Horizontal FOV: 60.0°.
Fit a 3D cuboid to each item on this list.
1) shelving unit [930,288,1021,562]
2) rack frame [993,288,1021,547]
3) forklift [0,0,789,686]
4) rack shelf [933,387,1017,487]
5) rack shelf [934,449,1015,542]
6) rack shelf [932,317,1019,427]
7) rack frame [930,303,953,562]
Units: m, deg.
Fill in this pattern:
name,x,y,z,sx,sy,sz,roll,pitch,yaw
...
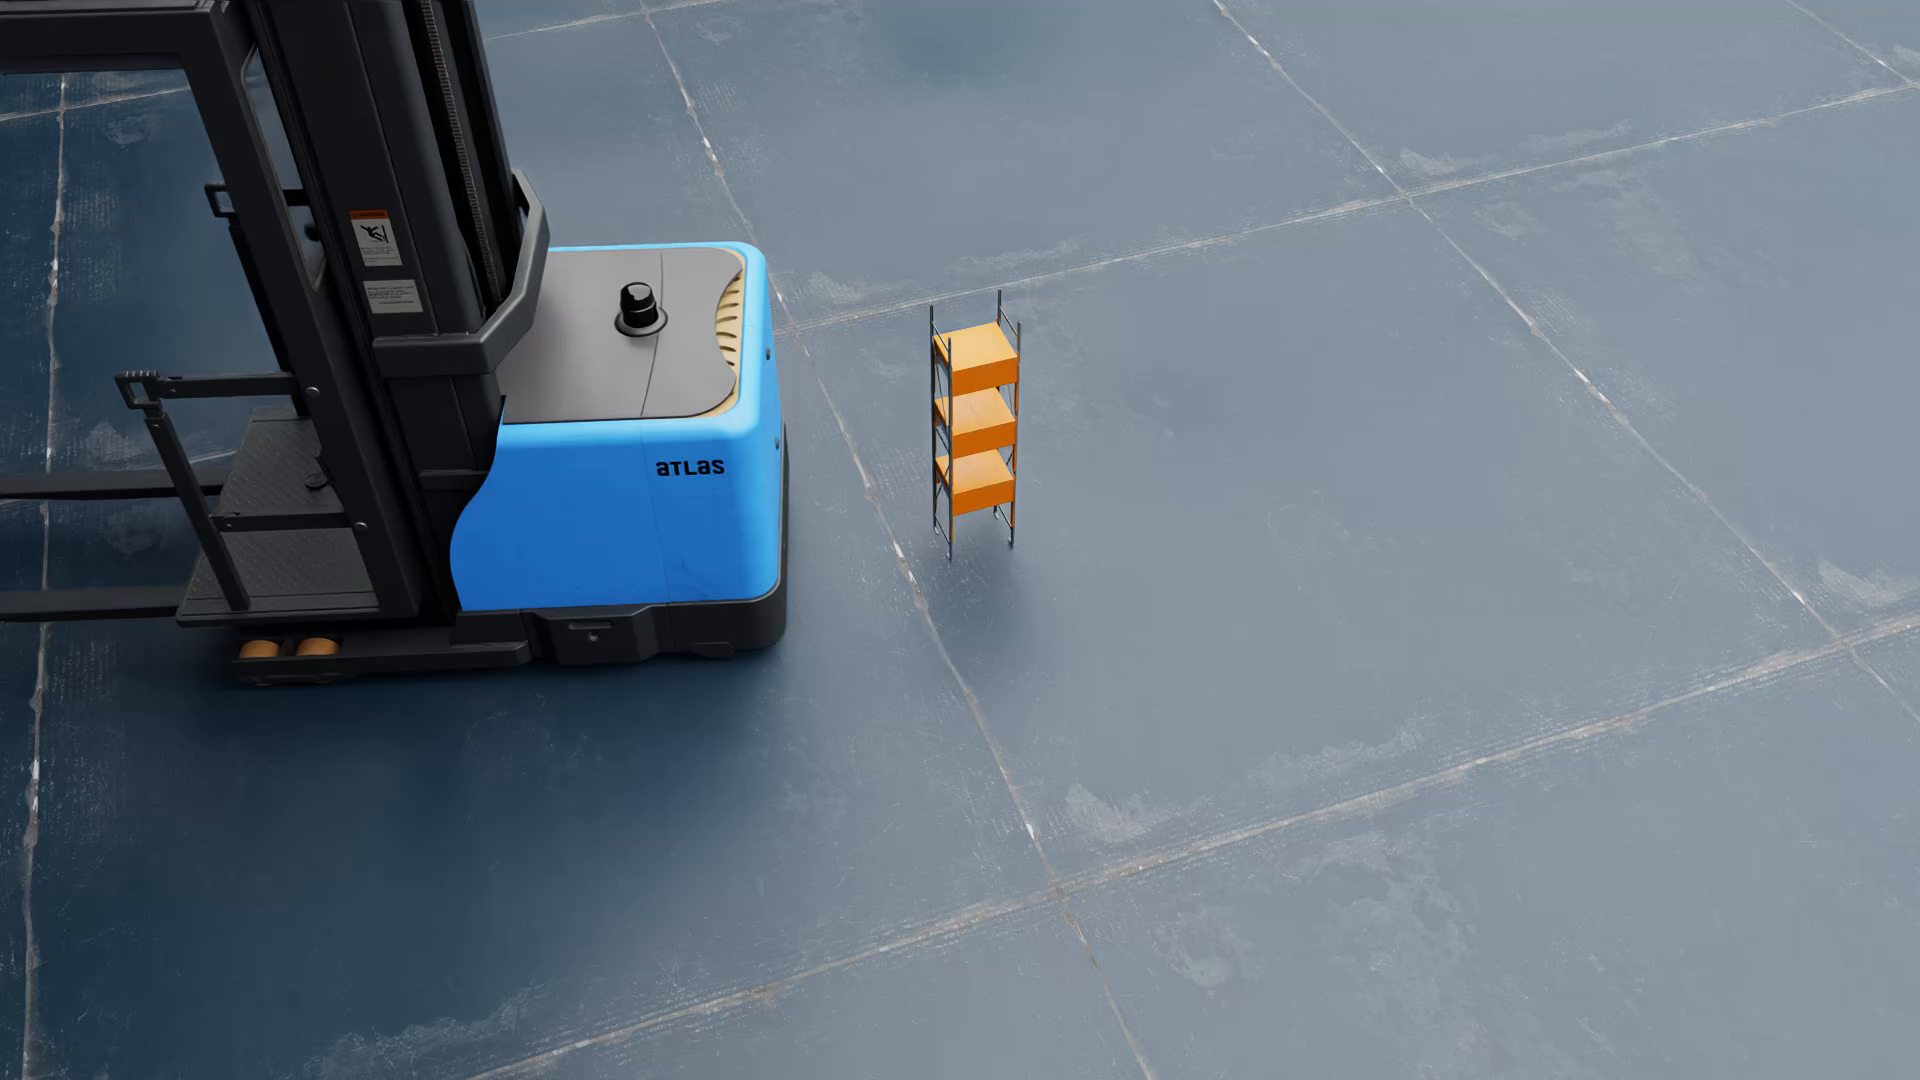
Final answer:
name,x,y,z,sx,sy,sz,roll,pitch,yaw
shelving unit,0.050,-0.383,5.891,0.252,1.050,0.215,-14,47,-14
rack frame,0.165,-0.413,5.920,0.008,1.050,0.200,-14,47,-14
forklift,-2.149,-0.919,5.097,3.031,2.935,1.130,-2,45,-2
rack shelf,0.050,-0.376,5.898,0.240,0.259,0.215,-14,47,-14
rack shelf,0.050,-0.180,6.095,0.240,0.259,0.215,-14,47,-14
rack shelf,0.050,-0.576,5.697,0.240,0.259,0.215,-14,47,-14
rack frame,-0.064,-0.354,5.862,0.008,1.050,0.200,-14,47,-14
